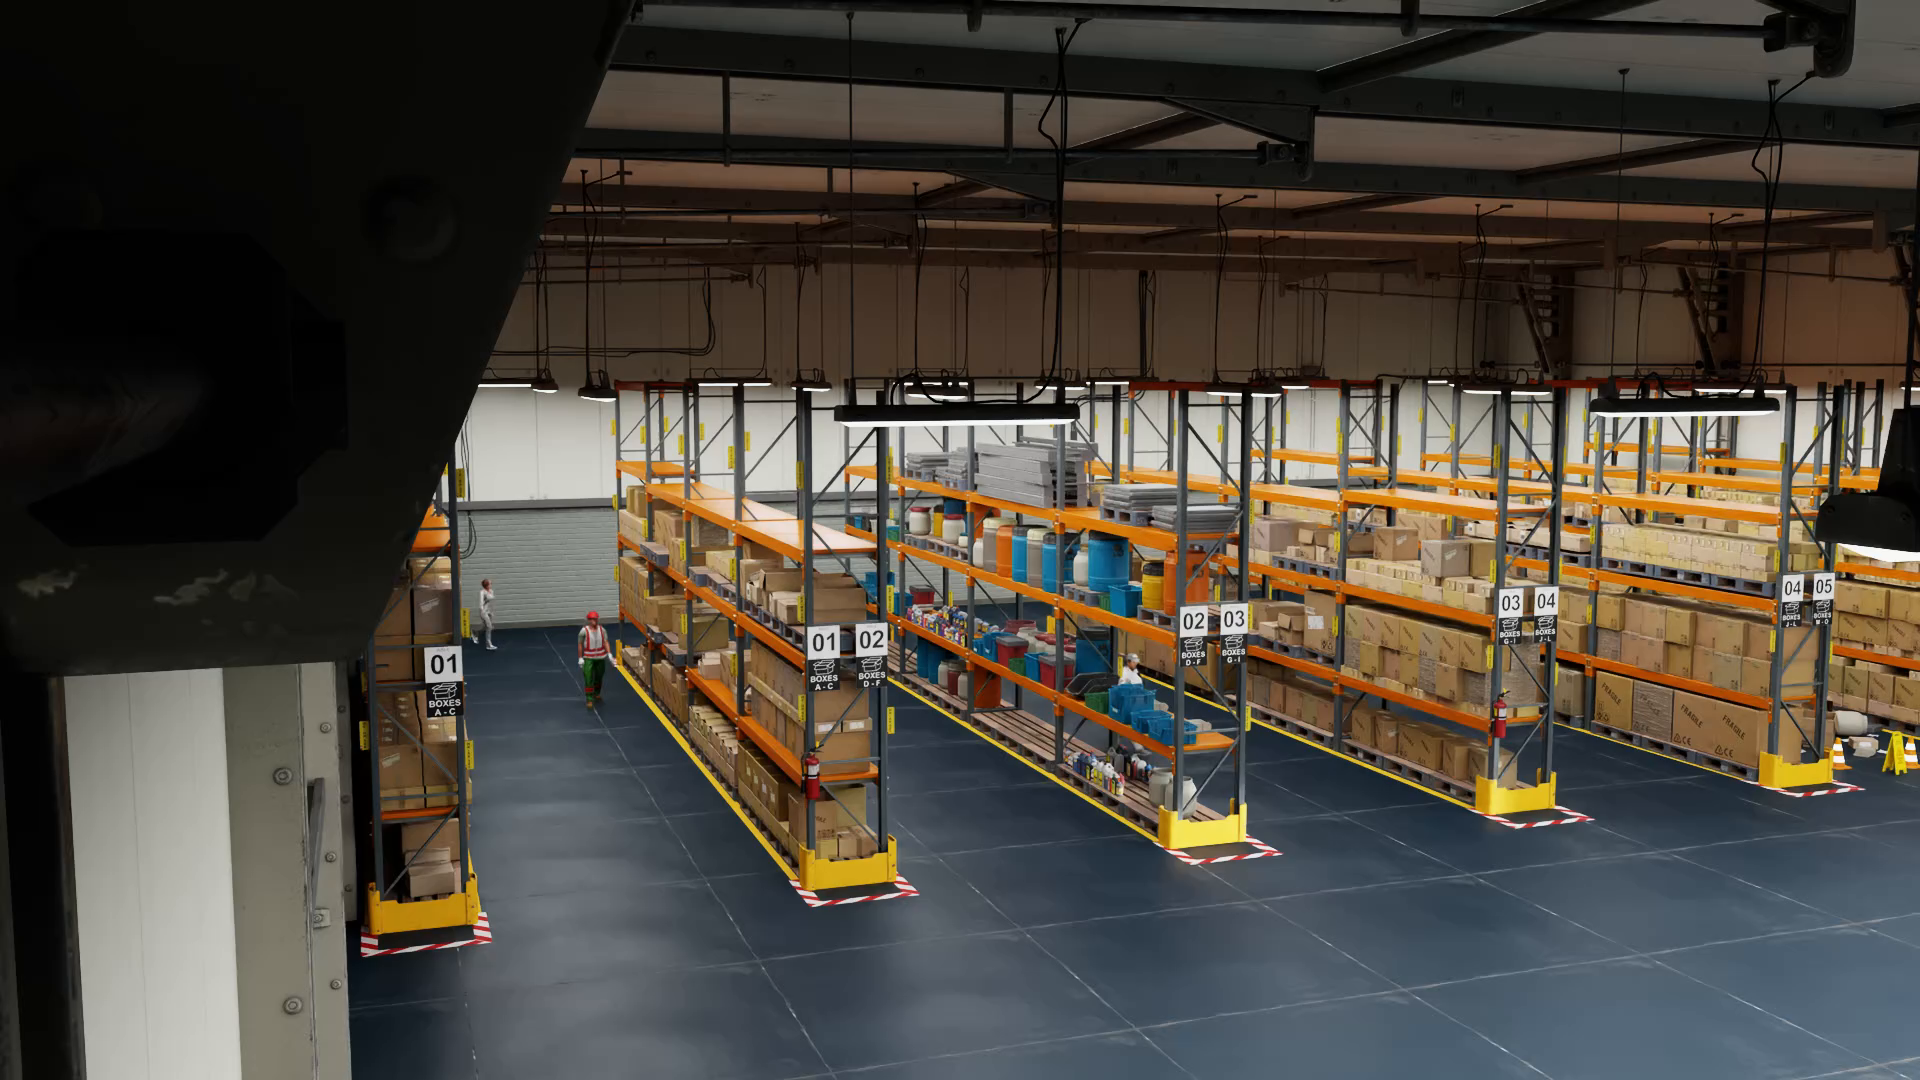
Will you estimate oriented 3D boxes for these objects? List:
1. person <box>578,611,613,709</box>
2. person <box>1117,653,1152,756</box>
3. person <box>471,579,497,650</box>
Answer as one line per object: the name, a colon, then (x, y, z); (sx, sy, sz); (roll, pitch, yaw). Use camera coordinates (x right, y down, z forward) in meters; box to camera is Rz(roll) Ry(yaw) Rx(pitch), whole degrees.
person: (-6.752, 2.180, 30.827); (0.633, 1.718, 1.054); (-2, 6, -19)
person: (2.818, 2.653, 27.047); (0.891, 1.623, 0.532); (4, 7, 33)
person: (-10.590, 1.684, 36.974); (0.717, 1.464, 0.422); (2, 6, 16)
